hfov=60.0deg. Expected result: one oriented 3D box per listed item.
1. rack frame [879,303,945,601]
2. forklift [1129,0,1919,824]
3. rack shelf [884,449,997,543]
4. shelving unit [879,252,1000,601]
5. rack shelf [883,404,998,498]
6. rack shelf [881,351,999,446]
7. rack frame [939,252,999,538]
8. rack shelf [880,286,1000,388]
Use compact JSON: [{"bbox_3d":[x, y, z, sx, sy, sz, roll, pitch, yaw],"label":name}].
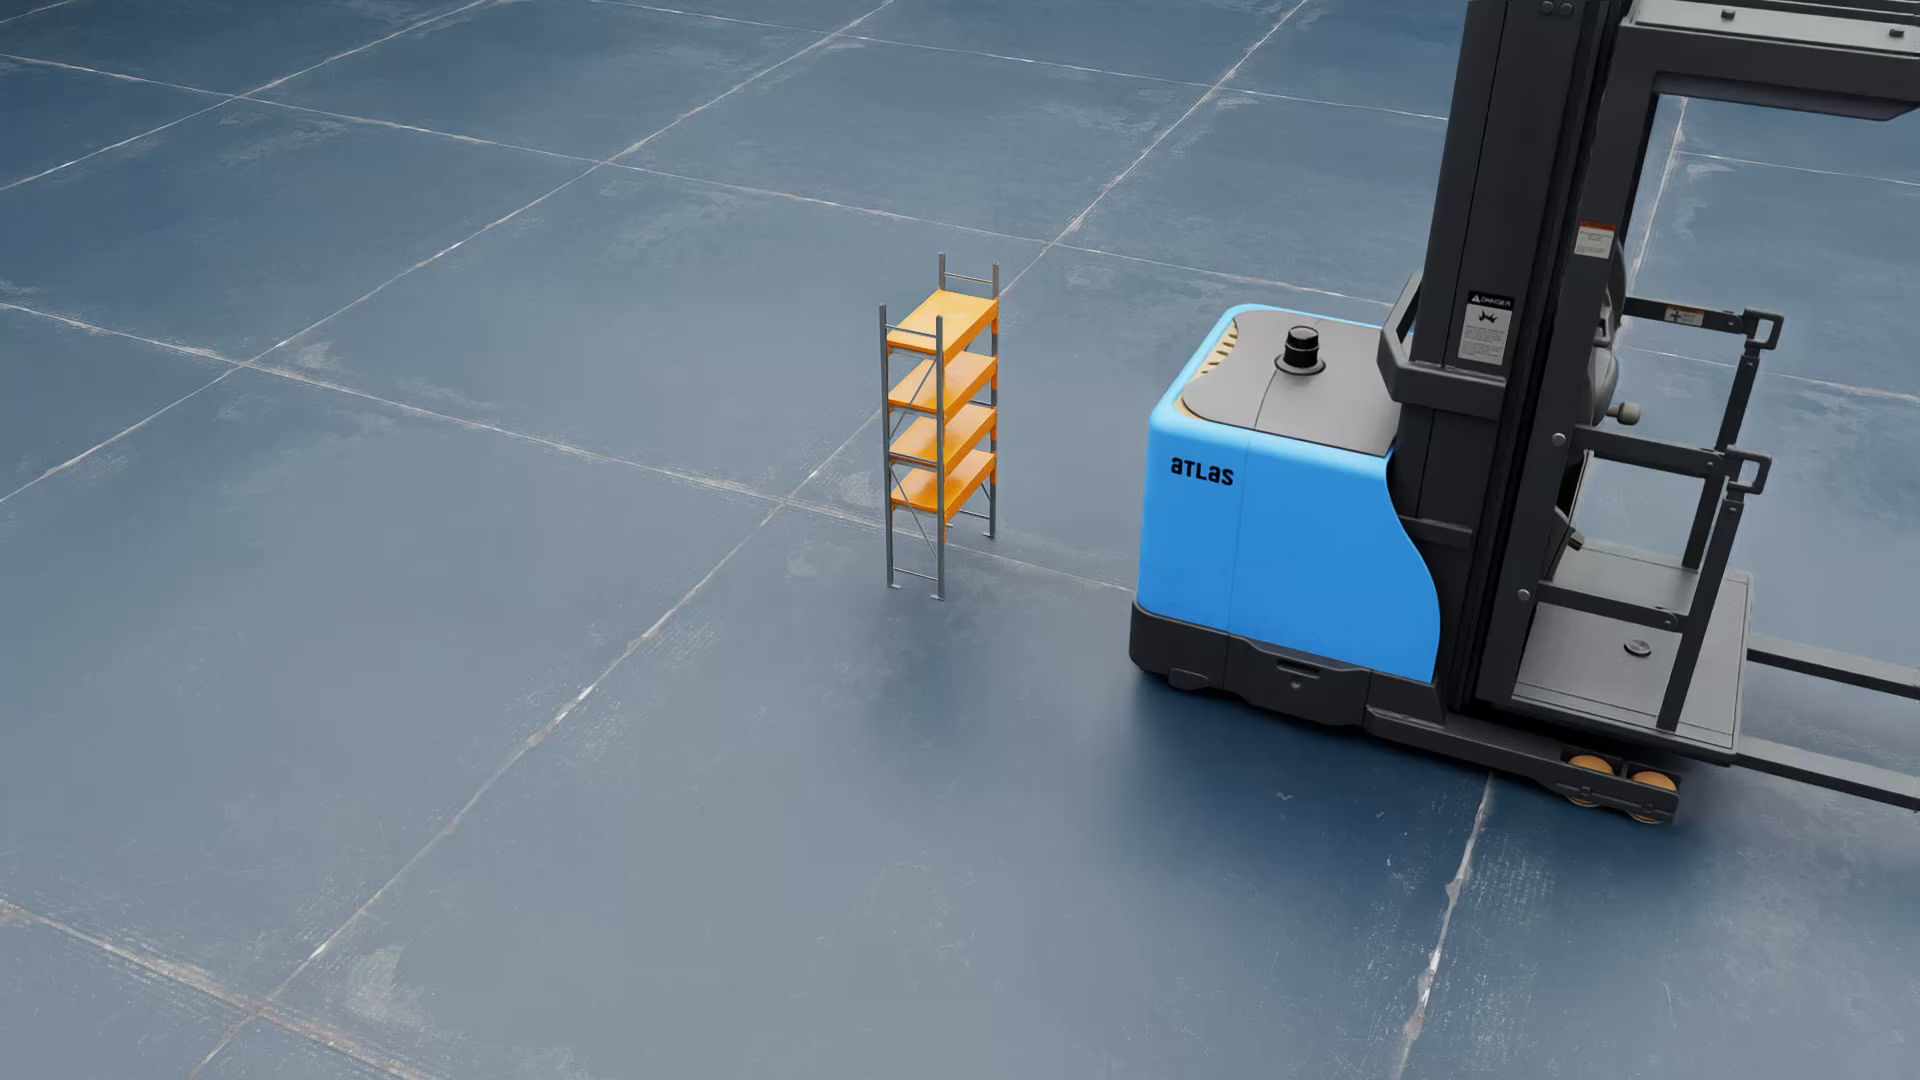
[{"bbox_3d":[-0.171,-0.298,6.110,0.240,1.200,0.015,14,36,20],"label":"rack frame"},{"bbox_3d":[2.170,-0.645,5.061,3.031,2.935,1.130,14,36,20],"label":"forklift"},{"bbox_3d":[-0.069,-0.197,6.441,0.258,0.148,0.480,14,36,20],"label":"rack shelf"},{"bbox_3d":[-0.069,-0.419,6.295,0.258,1.200,0.503,14,36,20],"label":"shelving unit"},{"bbox_3d":[-0.069,-0.363,6.332,0.258,0.148,0.480,14,36,20],"label":"rack shelf"},{"bbox_3d":[-0.069,-0.550,6.210,0.258,0.148,0.480,14,36,20],"label":"rack shelf"},{"bbox_3d":[0.033,-0.541,6.481,0.240,1.200,0.015,14,36,20],"label":"rack frame"},{"bbox_3d":[-0.069,-0.748,6.080,0.258,0.148,0.480,14,36,20],"label":"rack shelf"}]
